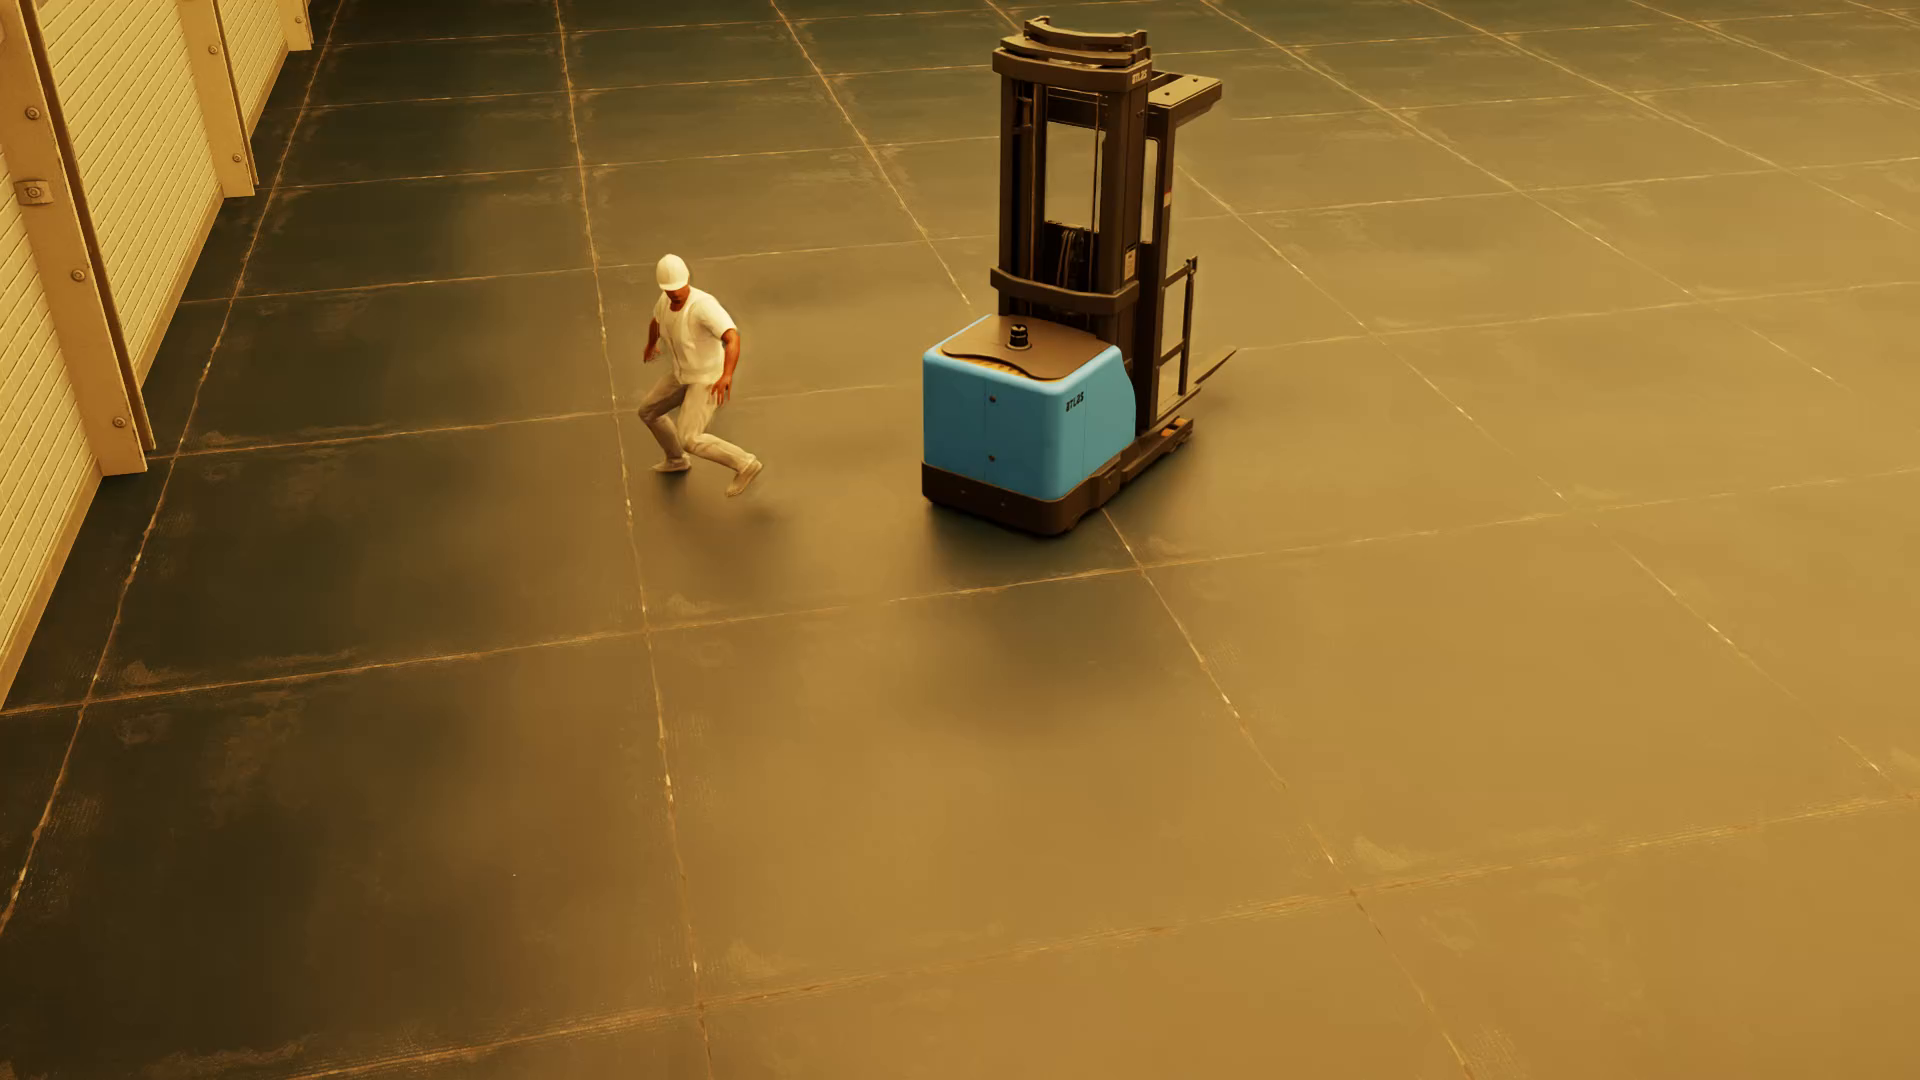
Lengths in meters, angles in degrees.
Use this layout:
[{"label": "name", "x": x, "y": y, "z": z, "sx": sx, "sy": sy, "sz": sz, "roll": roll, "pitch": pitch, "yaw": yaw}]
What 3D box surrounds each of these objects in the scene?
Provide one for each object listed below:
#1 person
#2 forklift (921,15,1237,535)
[{"label": "person", "x": -1.782, "y": -1.086, "z": 10.813, "sx": 0.510, "sy": 1.643, "sz": 1.181, "roll": -19, "pitch": 35, "yaw": -30}, {"label": "forklift", "x": 0.981, "y": -1.994, "z": 11.018, "sx": 1.130, "sy": 2.935, "sz": 3.031, "roll": 18, "pitch": 35, "yaw": 28}]
